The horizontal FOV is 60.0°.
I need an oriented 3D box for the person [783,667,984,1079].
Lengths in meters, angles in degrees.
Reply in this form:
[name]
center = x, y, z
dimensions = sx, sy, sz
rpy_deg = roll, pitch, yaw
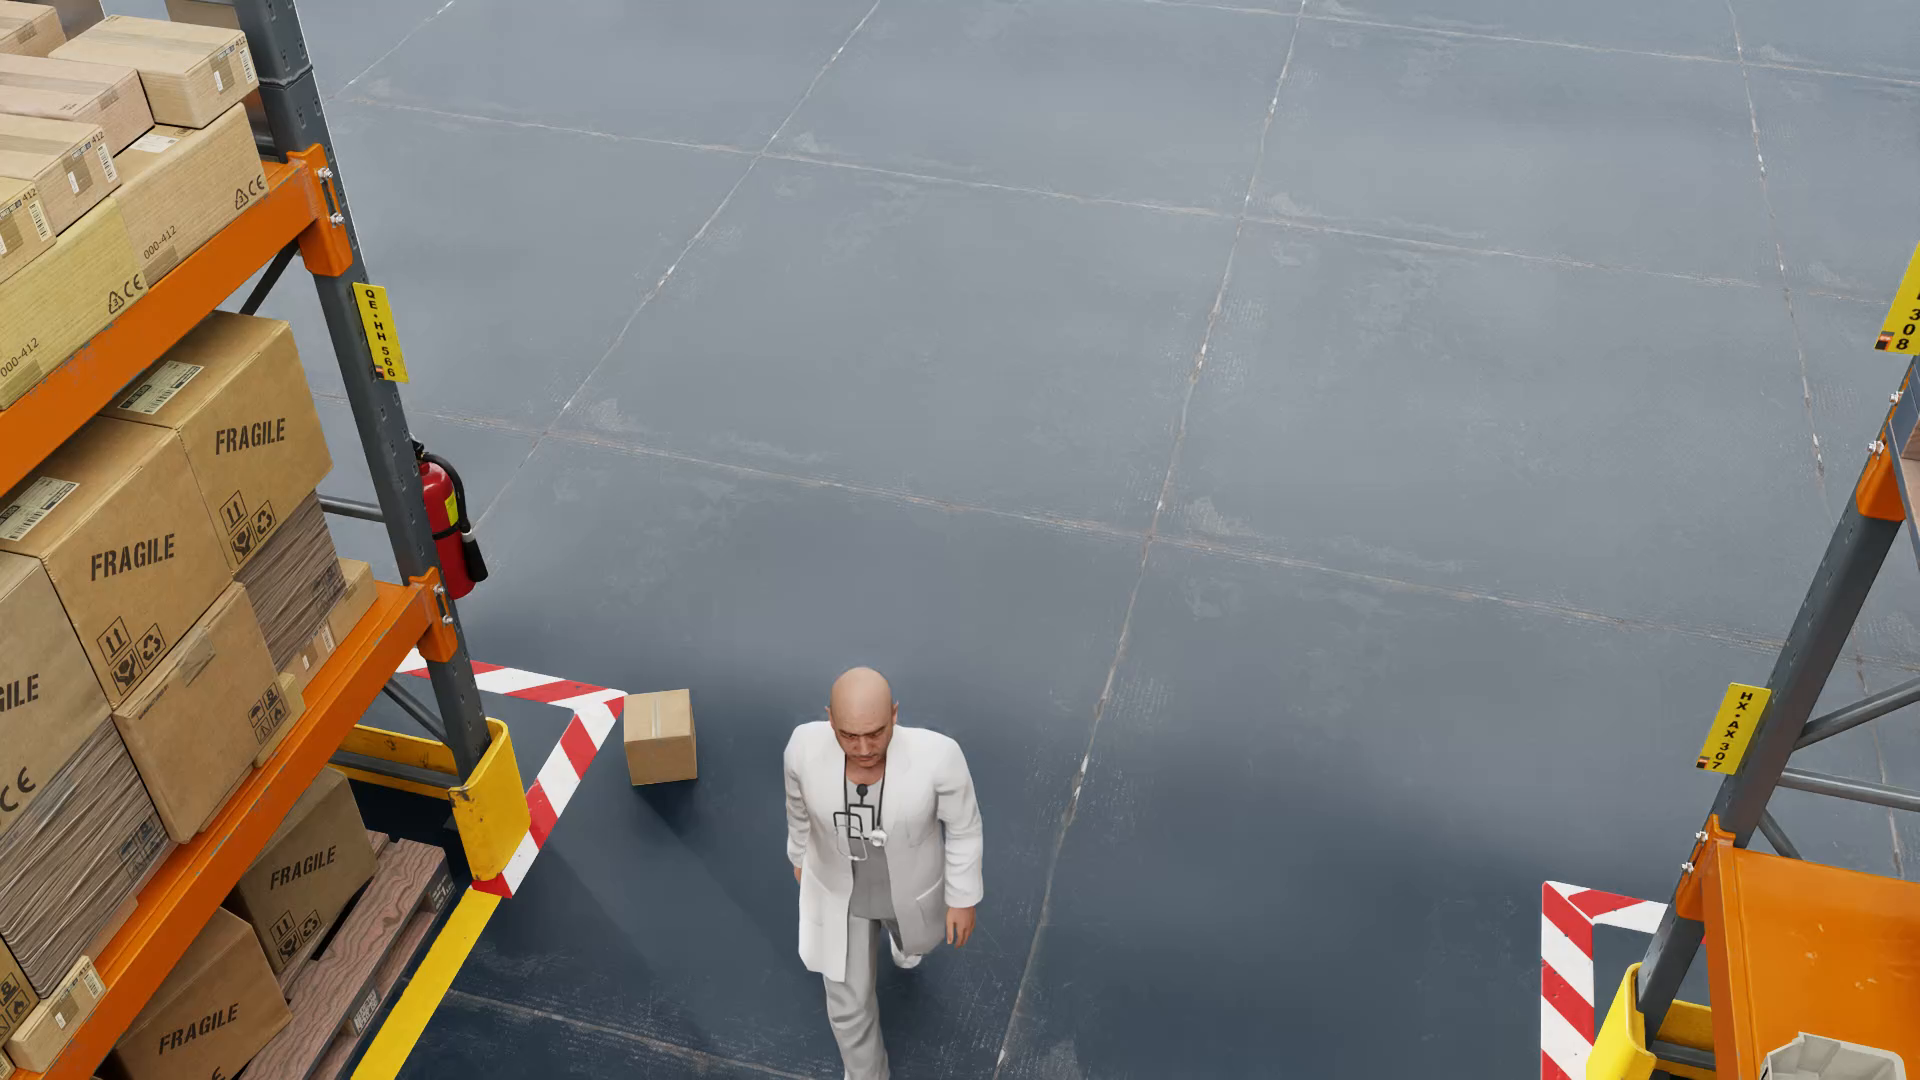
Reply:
[person]
center = -0.227, 0.980, 5.018
dimensions = 0.602, 1.740, 1.064
rpy_deg = 1, 40, 1
